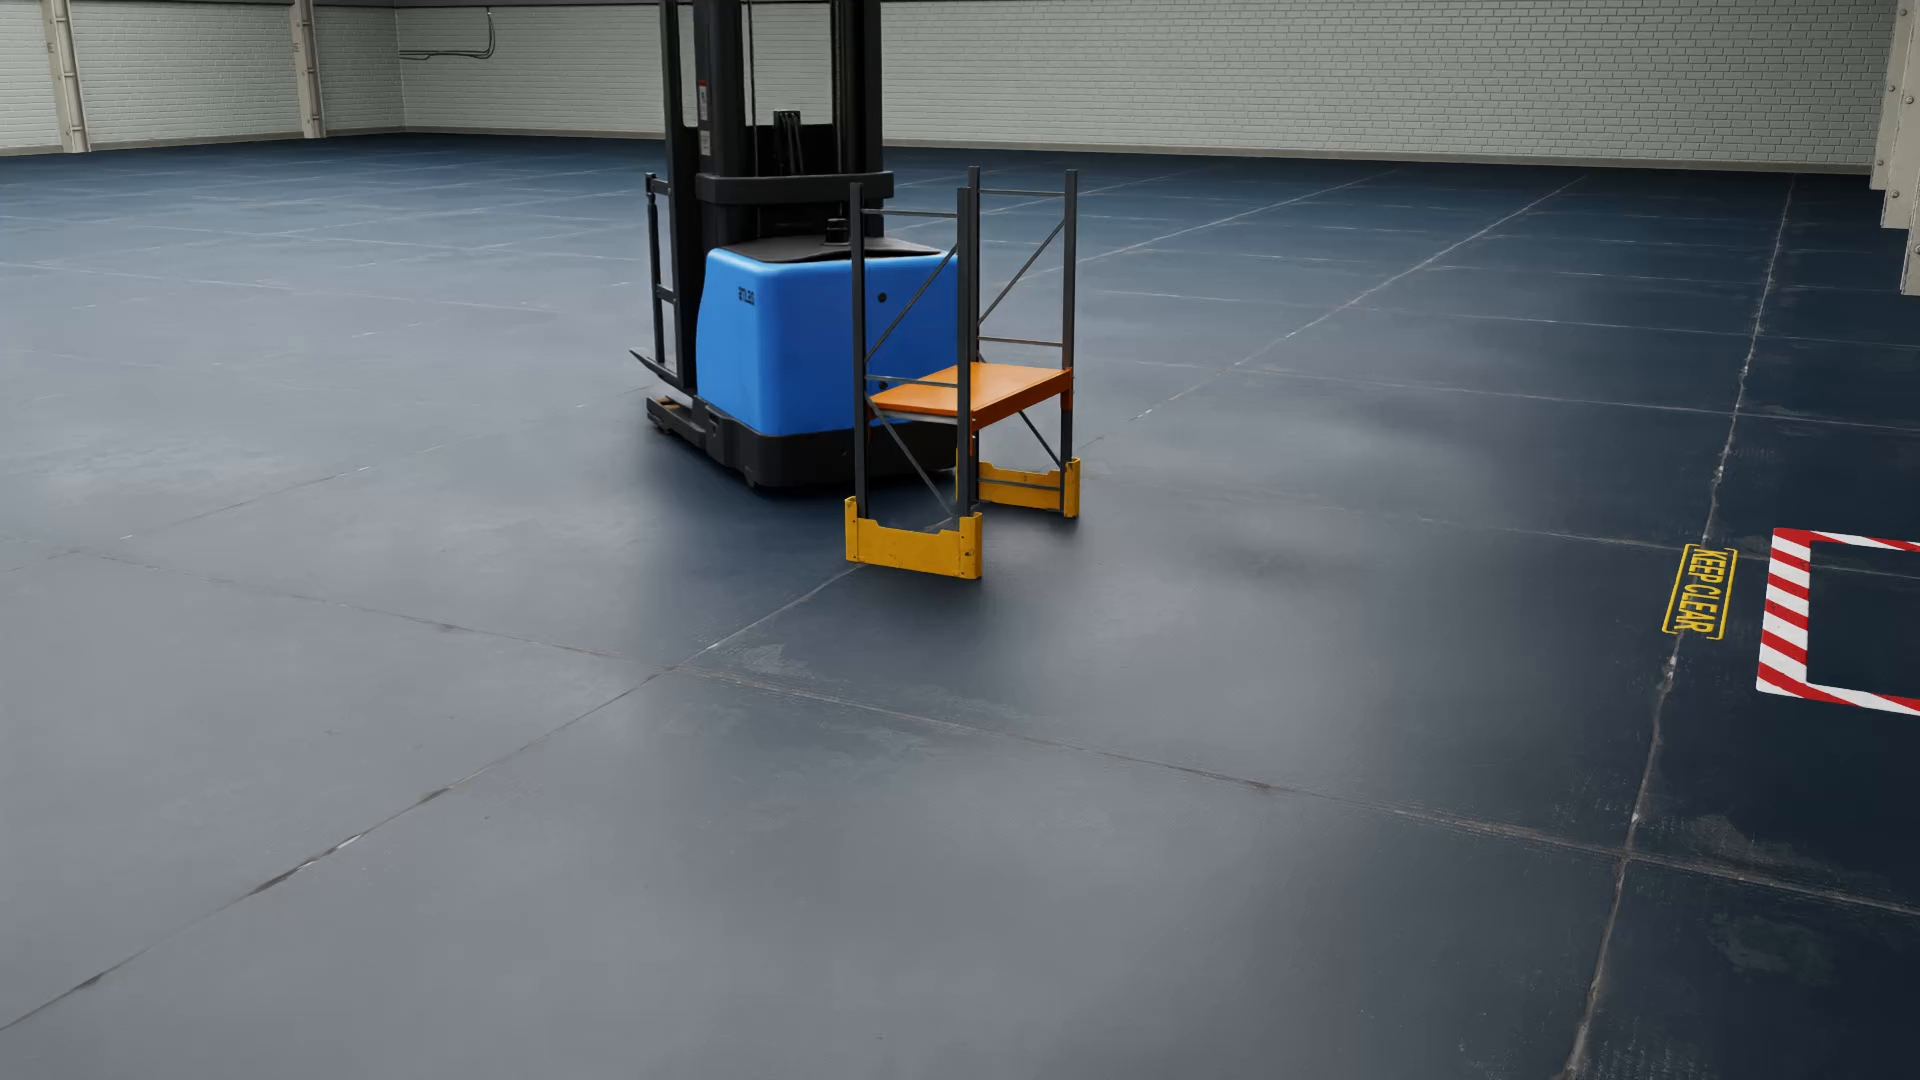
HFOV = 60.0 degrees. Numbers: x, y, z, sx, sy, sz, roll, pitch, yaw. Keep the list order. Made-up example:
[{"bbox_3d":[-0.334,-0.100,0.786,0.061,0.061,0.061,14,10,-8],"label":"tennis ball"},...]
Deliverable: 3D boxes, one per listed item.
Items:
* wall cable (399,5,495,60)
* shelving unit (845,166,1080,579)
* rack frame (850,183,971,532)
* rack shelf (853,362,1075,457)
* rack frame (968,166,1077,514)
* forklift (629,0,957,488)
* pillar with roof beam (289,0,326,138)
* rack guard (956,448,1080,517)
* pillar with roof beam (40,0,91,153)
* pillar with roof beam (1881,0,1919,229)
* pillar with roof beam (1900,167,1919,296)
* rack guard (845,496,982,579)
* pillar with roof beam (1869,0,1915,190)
[{"bbox_3d":[-12.183,-12.563,38.972,3.097,2.526,0.112,8,18,25],"label":"wall cable"},{"bbox_3d":[0.034,-0.738,6.876,0.587,1.500,1.083,8,18,25],"label":"shelving unit"},{"bbox_3d":[-0.189,-0.611,6.448,0.500,1.500,0.032,8,18,25],"label":"rack frame"},{"bbox_3d":[0.038,-0.568,6.935,0.538,0.185,1.000,8,18,25],"label":"rack shelf"},{"bbox_3d":[0.265,-0.870,7.320,0.500,1.500,0.032,8,18,25],"label":"rack frame"},{"bbox_3d":[-1.061,-2.017,8.668,1.130,2.935,3.031,-8,18,-25],"label":"forklift"},{"bbox_3d":[-10.831,-12.922,34.725,9.100,9.000,0.400,8,18,25],"label":"pillar with roof beam"},{"bbox_3d":[0.257,-0.266,7.481,0.587,0.250,0.087,8,18,25],"label":"rack guard"},{"bbox_3d":[-13.513,-11.394,29.580,9.100,9.000,0.400,8,18,25],"label":"pillar with roof beam"},{"bbox_3d":[6.965,-8.481,19.775,9.100,9.000,0.400,8,18,25],"label":"pillar with roof beam"},{"bbox_3d":[4.284,-6.953,14.630,9.100,9.000,0.400,8,18,25],"label":"pillar with roof beam"},{"bbox_3d":[-0.188,-0.012,6.627,0.587,0.250,0.087,8,18,25],"label":"rack guard"},{"bbox_3d":[9.646,-10.010,24.921,9.100,9.000,0.400,8,18,25],"label":"pillar with roof beam"}]
